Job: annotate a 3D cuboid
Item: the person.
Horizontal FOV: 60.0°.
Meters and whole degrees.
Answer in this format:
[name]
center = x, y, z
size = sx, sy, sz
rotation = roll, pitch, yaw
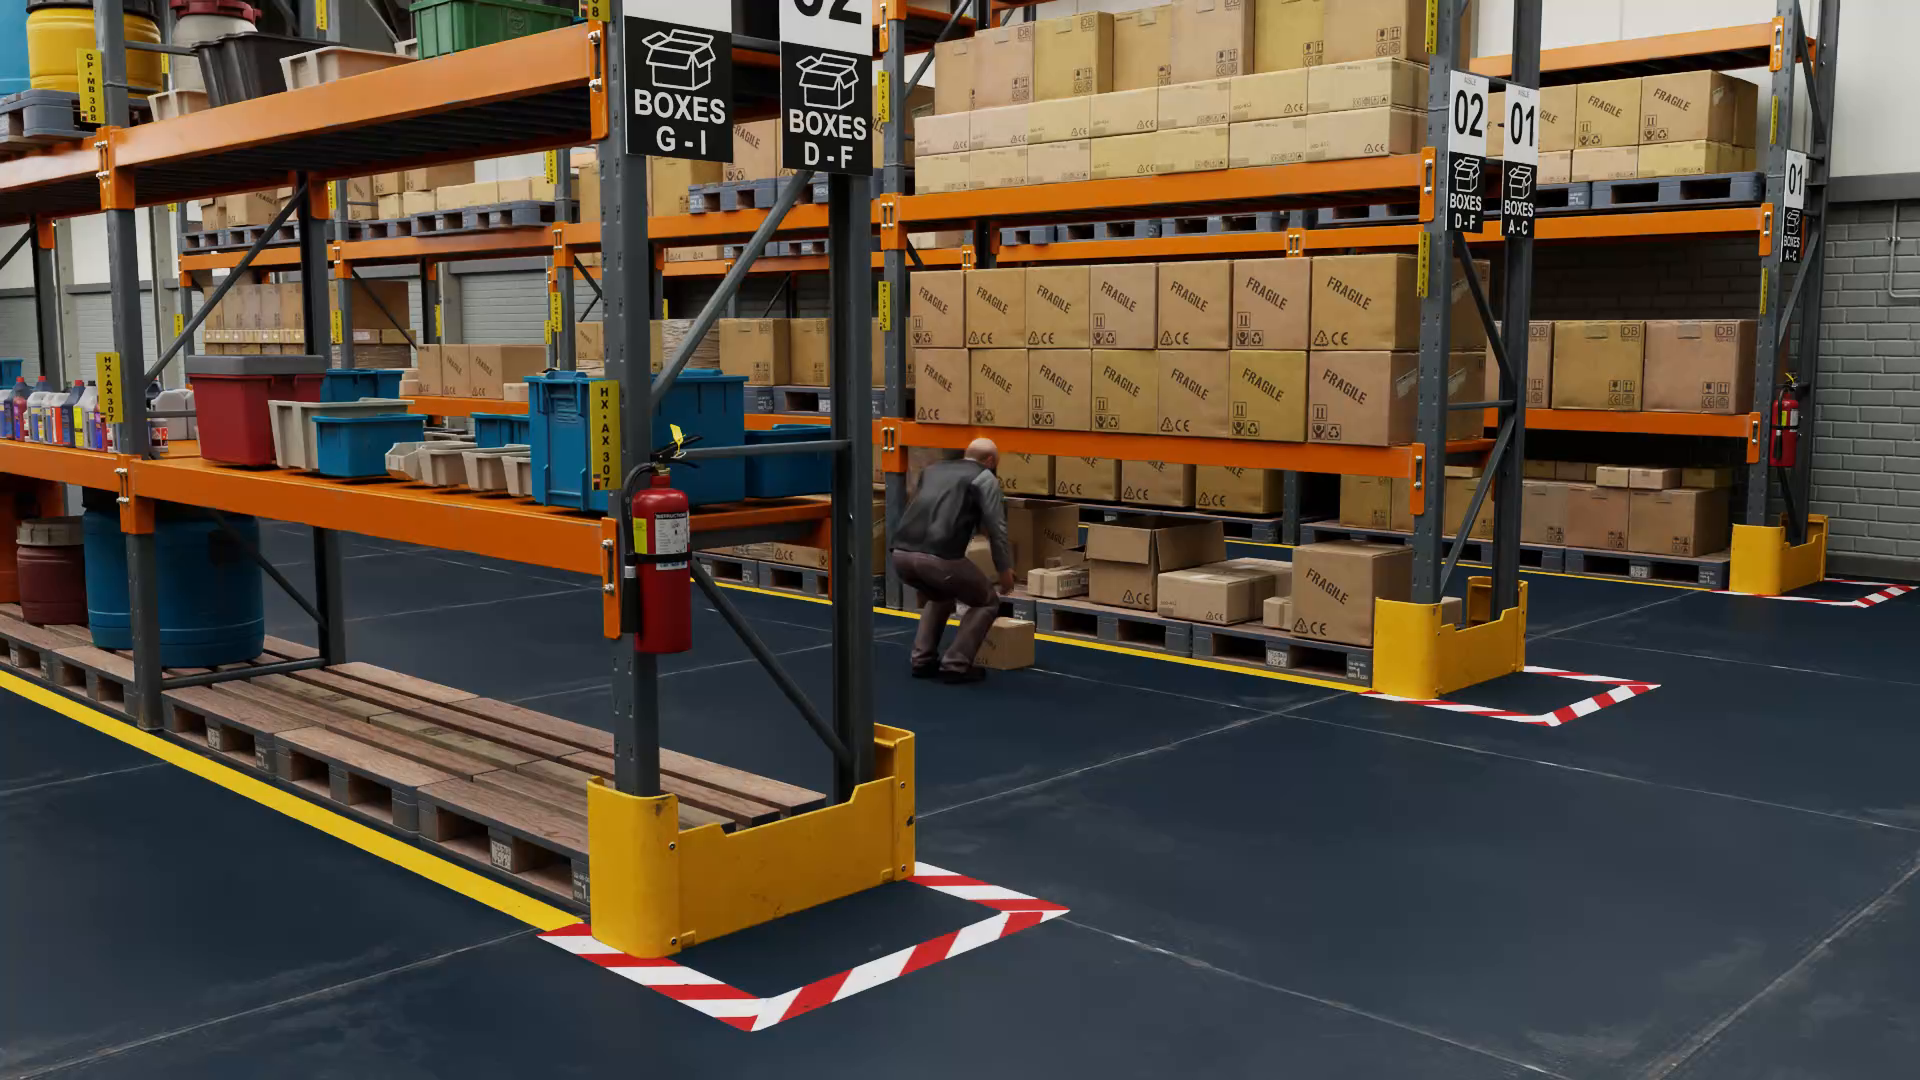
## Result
[person]
center = -0.058, 0.155, 9.222
size = 0.589, 1.209, 0.756
rotation = 7, 10, 43
